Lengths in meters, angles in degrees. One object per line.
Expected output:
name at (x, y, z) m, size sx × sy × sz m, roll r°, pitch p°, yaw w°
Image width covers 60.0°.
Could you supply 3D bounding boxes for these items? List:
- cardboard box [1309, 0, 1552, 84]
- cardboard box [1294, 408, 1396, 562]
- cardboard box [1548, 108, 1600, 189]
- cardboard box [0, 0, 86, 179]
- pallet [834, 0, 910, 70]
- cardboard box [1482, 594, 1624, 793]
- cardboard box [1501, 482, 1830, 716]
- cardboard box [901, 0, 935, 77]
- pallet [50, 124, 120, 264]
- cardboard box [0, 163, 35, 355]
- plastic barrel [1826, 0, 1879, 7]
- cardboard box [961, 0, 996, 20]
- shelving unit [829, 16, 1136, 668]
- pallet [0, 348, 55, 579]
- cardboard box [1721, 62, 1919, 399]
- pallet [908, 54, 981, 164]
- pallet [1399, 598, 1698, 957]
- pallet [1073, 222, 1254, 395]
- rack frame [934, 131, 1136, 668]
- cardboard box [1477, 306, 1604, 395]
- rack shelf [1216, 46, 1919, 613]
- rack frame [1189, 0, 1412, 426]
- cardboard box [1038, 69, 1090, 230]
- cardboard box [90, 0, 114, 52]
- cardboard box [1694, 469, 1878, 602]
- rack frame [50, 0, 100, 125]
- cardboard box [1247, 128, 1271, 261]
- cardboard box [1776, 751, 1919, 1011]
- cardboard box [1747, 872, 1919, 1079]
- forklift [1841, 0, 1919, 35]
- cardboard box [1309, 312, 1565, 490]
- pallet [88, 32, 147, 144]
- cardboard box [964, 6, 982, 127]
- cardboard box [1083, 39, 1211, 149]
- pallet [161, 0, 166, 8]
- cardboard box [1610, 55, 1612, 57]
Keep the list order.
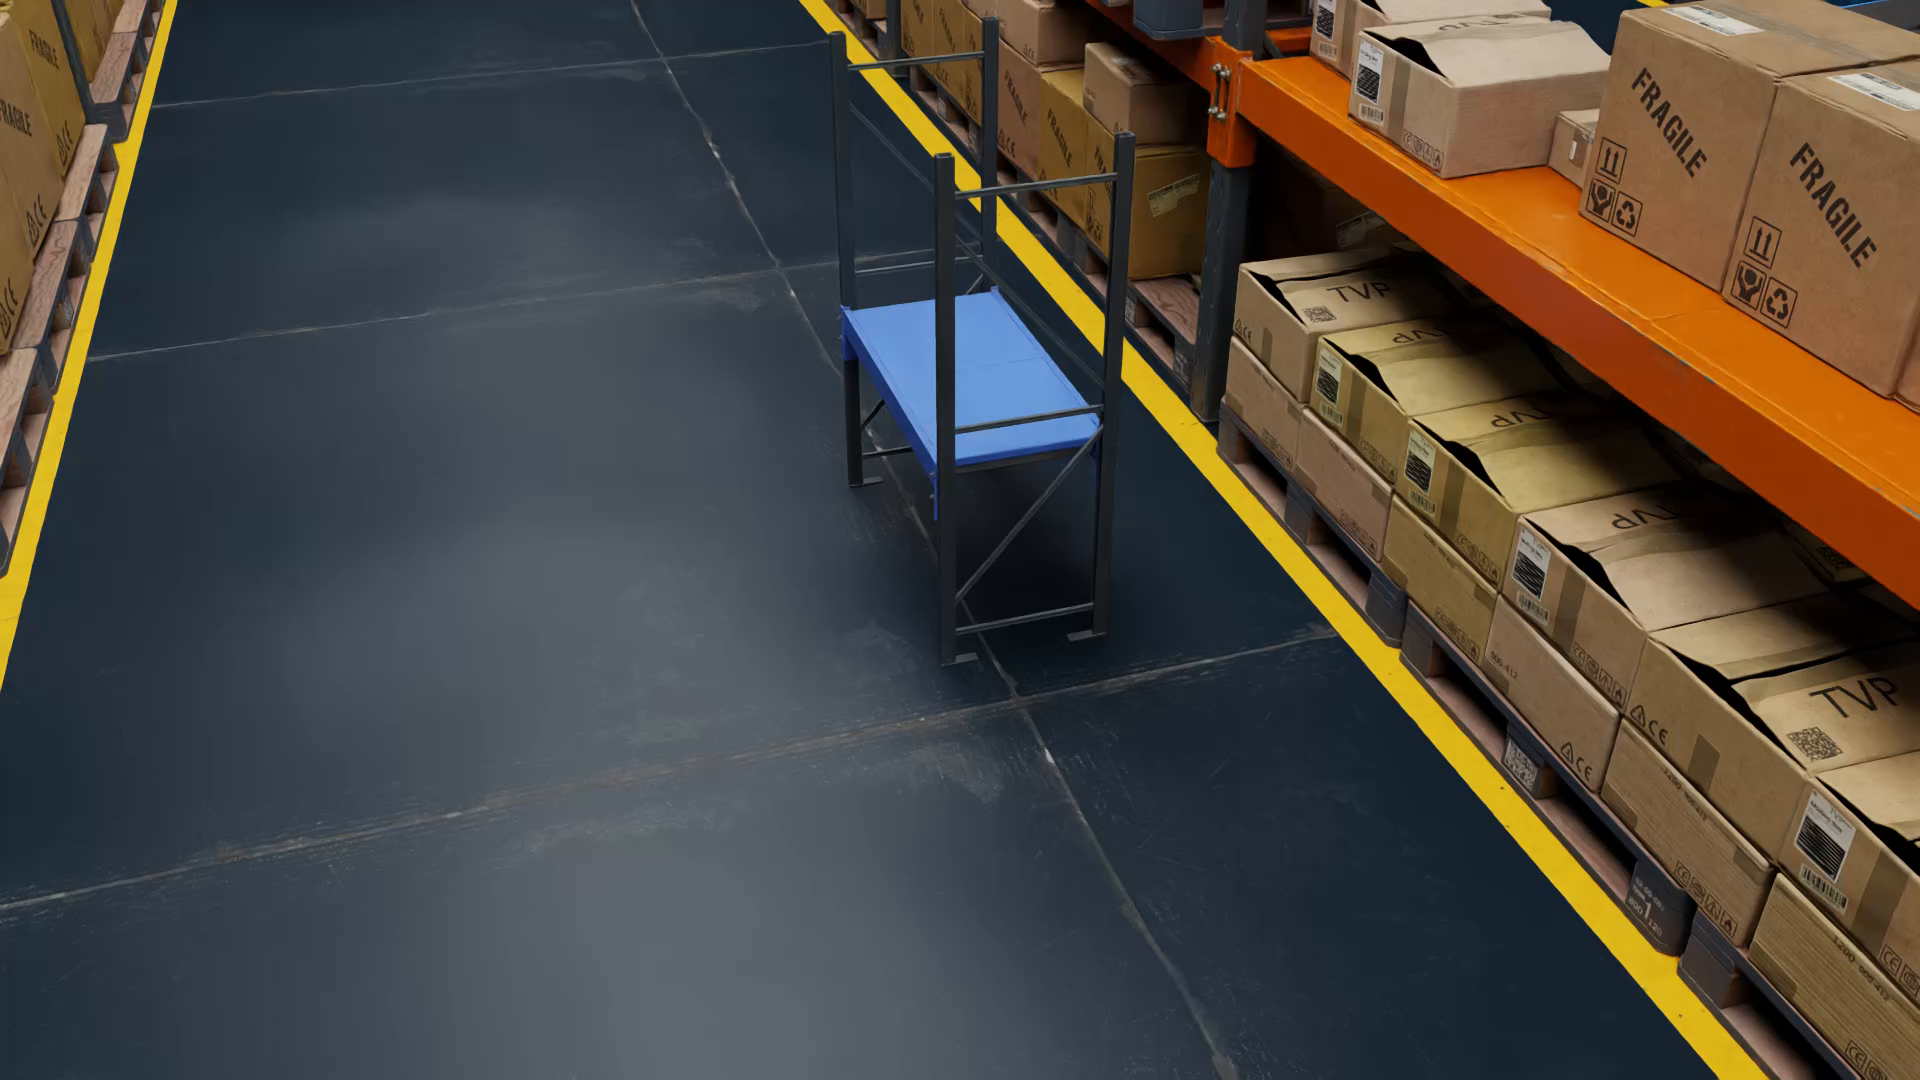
cardboard box at (1.385, -1.535, 4.933) m, size 0.500 × 0.311 × 0.500 m, roll -8°, pitch 34°, yaw -12°
cardboard box at (1.350, -0.211, 4.961) m, size 0.500 × 0.250 × 0.500 m, roll -11°, pitch 35°, yaw -16°
cardboard box at (1.759, -1.006, 4.279) m, size 0.380 × 0.149 × 0.250 m, roll -8°, pitch 34°, yaw -11°
cardboard box at (-4.299, -1.995, 7.117) m, size 0.750 × 0.750 × 0.750 m, roll -10°, pitch 35°, yaw -14°
pallet at (-0.113, -3.068, 9.702) m, size 1.003 × 0.211 × 1.213 m, roll -10°, pitch 35°, yaw -15°
cardboard box at (1.671, 0.331, 4.142) m, size 0.500 × 0.250 × 0.500 m, roll -9°, pitch 35°, yaw -14°
cardboard box at (1.675, 0.104, 3.976) m, size 0.500 × 0.311 × 0.500 m, roll -10°, pitch 35°, yaw -15°
cardboard box at (0.011, -2.716, 8.508) m, size 0.500 × 0.500 × 0.500 m, roll -12°, pitch 35°, yaw -17°
pallet at (-4.314, -1.480, 7.298) m, size 1.003 × 0.211 × 1.213 m, roll -10°, pitch 35°, yaw -15°
cardboard box at (-3.761, -1.083, 5.737) m, size 0.750 × 0.750 × 0.750 m, roll -10°, pitch 35°, yaw -15°
plastic barrel at (5.180, -3.341, 9.108) m, size 0.600 × 0.901 × 0.708 m, roll -10°, pitch 35°, yaw -15°
cardboard box at (0.316, -2.504, 7.507) m, size 0.500 × 0.250 × 0.500 m, roll -10°, pitch 35°, yaw -15°
shelving unit at (0.026, -0.581, 4.769) m, size 0.538 × 1.500 × 1.048 m, roll -10°, pitch 35°, yaw -15°
pallet at (-3.569, -0.199, 5.359) m, size 1.003 × 0.211 × 1.213 m, roll -10°, pitch 35°, yaw -15°
cardboard box at (2.004, -0.658, 3.434) m, size 0.500 × 0.500 × 0.500 m, roll -10°, pitch 35°, yaw -15°
pallet at (0.380, -2.287, 8.519) m, size 1.003 × 0.211 × 1.213 m, roll -10°, pitch 35°, yaw -15°
pallet at (1.898, 0.471, 4.346) m, size 1.003 × 0.211 × 1.213 m, roll -10°, pitch 35°, yaw -15°
pallet at (1.124, -1.006, 6.580) m, size 1.003 × 0.211 × 1.213 m, roll -10°, pitch 35°, yaw -15°
rack frame at (0.181, -0.314, 4.365) m, size 0.500 × 1.500 × 0.032 m, roll -10°, pitch 35°, yaw -15°
cardboard box at (1.875, -0.527, 4.932) m, size 0.500 × 0.311 × 0.500 m, roll -11°, pitch 35°, yaw -15°
rack shelf at (1.926, -0.420, 3.818) m, size 1.077 × 0.370 × 4.000 m, roll -10°, pitch 35°, yaw -15°
rack frame at (1.316, -1.771, 5.209) m, size 1.000 × 3.000 × 0.127 m, roll -10°, pitch 35°, yaw -15°
cardboard box at (0.650, -1.635, 6.871) m, size 0.500 × 0.500 × 0.500 m, roll -11°, pitch 35°, yaw -16°
cardboard box at (-4.901, -2.842, 8.717) m, size 0.700 × 0.500 × 0.500 m, roll -10°, pitch 35°, yaw -15°
cardboard box at (2.177, 0.002, 4.131) m, size 0.500 × 0.311 × 0.500 m, roll -9°, pitch 35°, yaw -13°
rack frame at (-4.621, -3.036, 7.123) m, size 1.000 × 3.000 × 0.127 m, roll -10°, pitch 35°, yaw -15°
cardboard box at (1.284, -1.472, 6.625) m, size 0.500 × 0.500 × 0.500 m, roll -11°, pitch 35°, yaw -16°
cardboard box at (1.975, 0.631, 3.179) m, size 0.500 × 0.311 × 0.500 m, roll -9°, pitch 35°, yaw -13°
cardboard box at (1.981, 0.867, 3.331) m, size 0.500 × 0.250 × 0.500 m, roll -11°, pitch 35°, yaw -15°
forklift at (4.532, -2.391, 6.211) m, size 3.031 × 2.935 × 1.130 m, roll -14°, pitch 36°, yaw -21°
cardboard box at (1.364, -0.434, 4.790) m, size 0.500 × 0.311 × 0.500 m, roll -11°, pitch 35°, yaw -16°
pallet at (-4.778, -2.285, 8.516) m, size 1.003 × 0.211 × 1.213 m, roll -10°, pitch 35°, yaw -15°
cardboard box at (0.330, -2.175, 7.688) m, size 0.500 × 0.500 × 0.500 m, roll -10°, pitch 35°, yaw -14°
cardboard box at (0.786, -1.705, 6.297) m, size 0.500 × 0.250 × 0.500 m, roll -9°, pitch 34°, yaw -13°
pallet at (-5.522, -3.566, 10.455) m, size 1.003 × 0.211 × 1.213 m, roll -10°, pitch 35°, yaw -15°
cardboard box at (1.853, -1.240, 4.634) m, size 0.380 × 0.149 × 0.250 m, roll -10°, pitch 35°, yaw -15°
